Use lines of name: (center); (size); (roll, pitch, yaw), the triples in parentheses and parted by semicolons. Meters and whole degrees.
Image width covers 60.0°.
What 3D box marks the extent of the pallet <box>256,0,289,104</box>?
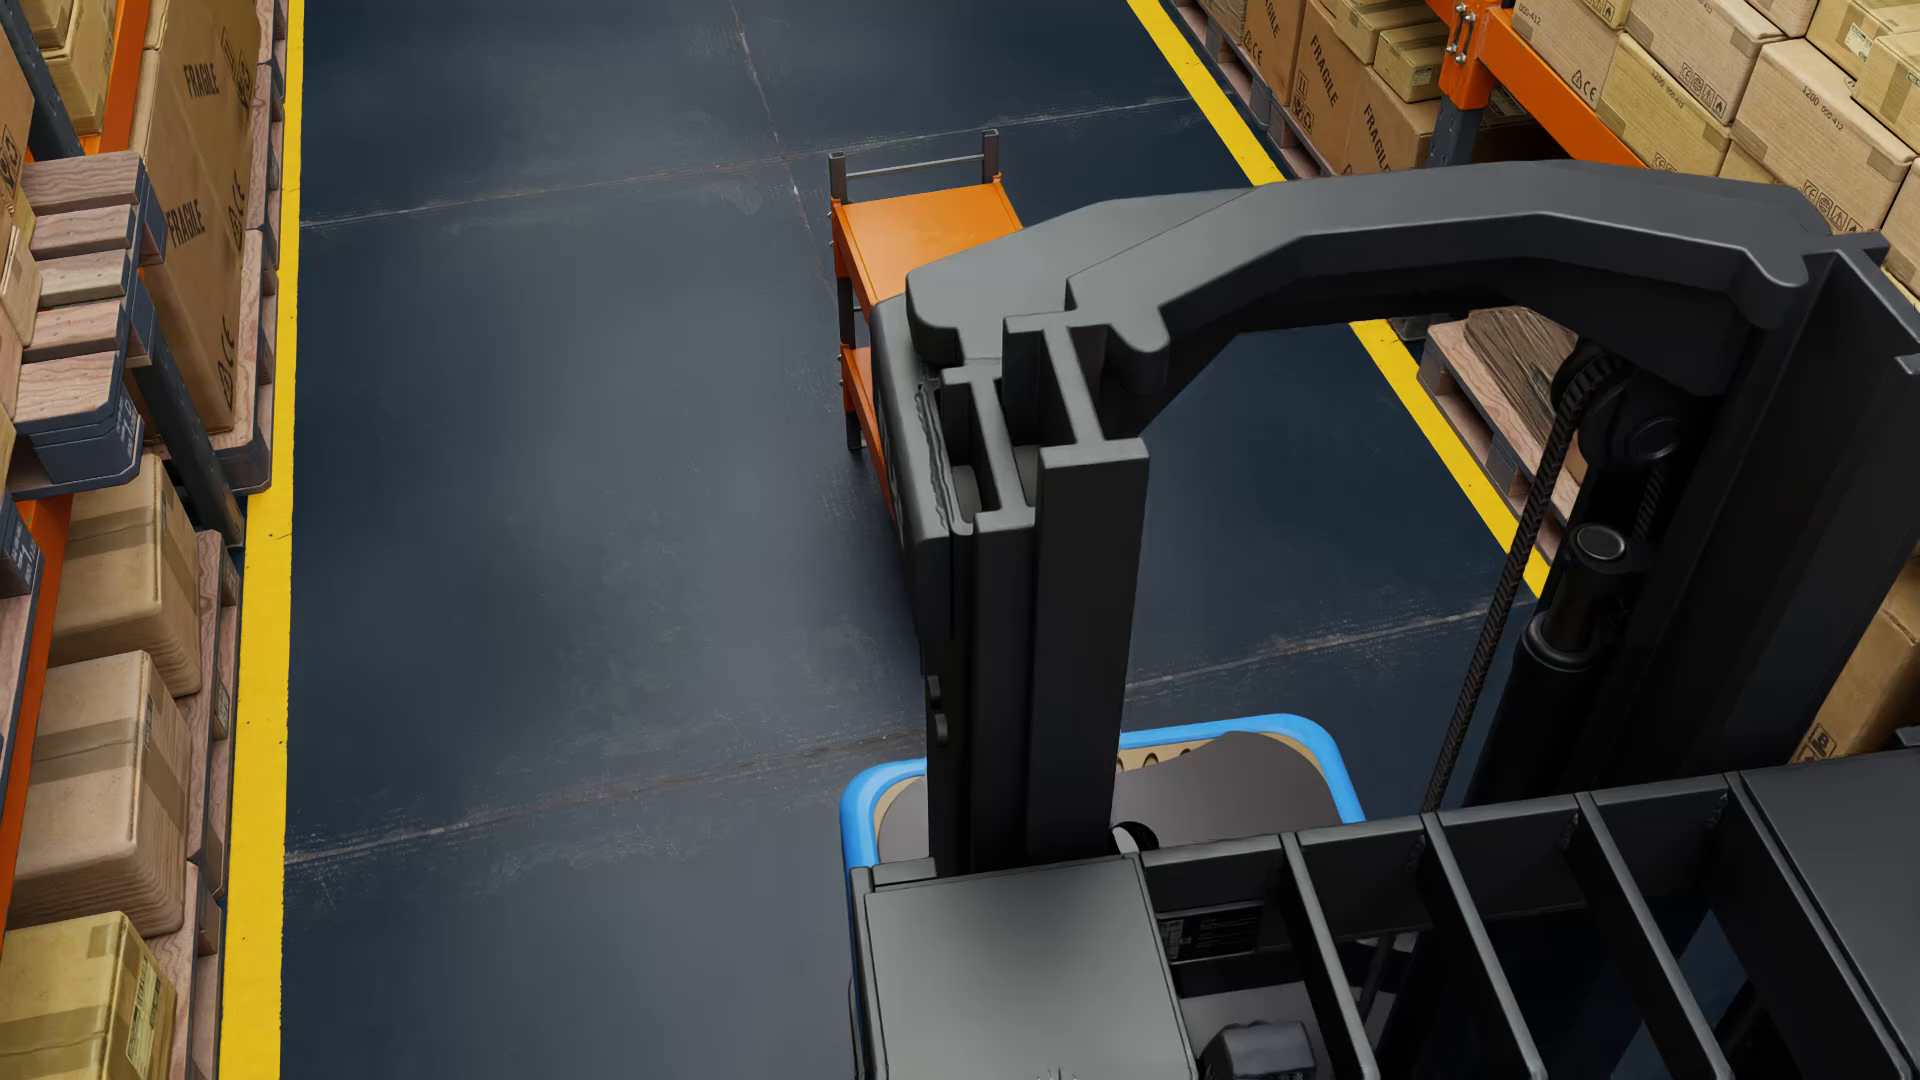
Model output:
pallet: (-3.502, -2.240, 7.298); (1.003, 0.211, 1.213); (-11, 47, -10)

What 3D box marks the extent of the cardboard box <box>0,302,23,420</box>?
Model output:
cardboard box: (-2.133, -0.336, 3.361); (0.380, 0.149, 0.250); (-13, 47, -12)

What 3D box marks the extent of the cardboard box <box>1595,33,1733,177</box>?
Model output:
cardboard box: (2.051, -1.132, 4.364); (0.500, 0.250, 0.500); (-12, 47, -11)

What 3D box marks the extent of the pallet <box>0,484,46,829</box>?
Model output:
pallet: (-2.202, 0.453, 2.840); (1.003, 0.211, 1.213); (-11, 47, -10)

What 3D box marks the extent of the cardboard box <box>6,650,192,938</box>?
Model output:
cardboard box: (-2.416, 0.699, 4.010); (0.950, 0.372, 0.625); (-12, 47, -11)

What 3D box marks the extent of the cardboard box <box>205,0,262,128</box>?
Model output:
cardboard box: (-3.297, -2.103, 6.404); (0.875, 0.875, 0.875); (-9, 46, -9)

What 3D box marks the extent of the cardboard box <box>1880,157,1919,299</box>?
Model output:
cardboard box: (2.326, -0.596, 3.489); (0.500, 0.250, 0.500); (-10, 46, -10)

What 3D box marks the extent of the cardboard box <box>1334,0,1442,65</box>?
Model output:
cardboard box: (1.578, -1.860, 5.975); (0.380, 0.149, 0.250); (-13, 47, -12)

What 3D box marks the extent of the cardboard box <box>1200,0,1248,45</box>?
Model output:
cardboard box: (1.328, -2.472, 7.028); (0.500, 0.500, 0.500); (-12, 47, -12)

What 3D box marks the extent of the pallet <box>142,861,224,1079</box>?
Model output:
pallet: (-2.240, 1.383, 3.747); (1.003, 0.211, 1.213); (-11, 47, -10)

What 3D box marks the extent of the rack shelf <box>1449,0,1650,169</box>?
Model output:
rack shelf: (2.561, -0.251, 3.899); (1.077, 0.370, 4.000); (-11, 47, -10)

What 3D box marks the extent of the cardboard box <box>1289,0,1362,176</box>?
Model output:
cardboard box: (1.615, -1.756, 6.327); (0.500, 0.500, 0.500); (-11, 47, -11)

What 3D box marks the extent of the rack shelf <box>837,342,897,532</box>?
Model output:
rack shelf: (-0.002, -0.227, 5.027); (0.538, 0.278, 1.000); (-11, 47, -10)

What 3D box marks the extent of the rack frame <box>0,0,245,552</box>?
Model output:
rack frame: (-2.748, -0.974, 4.104); (1.000, 3.000, 0.127); (-11, 47, -10)

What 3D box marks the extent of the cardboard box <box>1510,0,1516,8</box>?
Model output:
cardboard box: (2.175, -1.988, 6.100); (0.380, 0.149, 0.250); (-9, 46, -9)

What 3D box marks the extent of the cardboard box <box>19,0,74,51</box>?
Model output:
cardboard box: (-2.639, -1.491, 4.366); (0.500, 0.250, 0.500); (-11, 47, -11)

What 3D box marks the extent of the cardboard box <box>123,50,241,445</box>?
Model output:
cardboard box: (-2.844, -0.869, 5.195); (0.875, 0.875, 0.875); (-11, 47, -11)

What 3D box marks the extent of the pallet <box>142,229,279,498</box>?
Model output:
pallet: (-2.877, -0.556, 5.647); (1.003, 0.211, 1.213); (-11, 47, -10)

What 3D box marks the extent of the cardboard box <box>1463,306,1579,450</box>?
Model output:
cardboard box: (2.196, -0.766, 5.269); (0.875, 0.625, 0.625); (-9, 46, -9)

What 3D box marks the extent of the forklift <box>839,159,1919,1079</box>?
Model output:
forklift: (0.483, 1.166, 2.055); (1.130, 2.935, 3.031); (-6, 46, -6)

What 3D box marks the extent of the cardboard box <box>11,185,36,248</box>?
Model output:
cardboard box: (-2.298, -0.677, 3.695); (0.380, 0.149, 0.250); (-10, 46, -10)

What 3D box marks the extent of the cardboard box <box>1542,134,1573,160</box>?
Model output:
cardboard box: (2.212, -1.498, 6.074); (0.500, 0.500, 0.500); (-9, 46, -9)

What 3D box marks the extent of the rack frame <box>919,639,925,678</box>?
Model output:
rack frame: (0.128, -0.047, 4.509); (0.500, 1.125, 0.032); (-11, 47, -10)

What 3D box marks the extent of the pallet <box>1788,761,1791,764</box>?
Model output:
pallet: (2.531, 0.509, 4.604); (1.003, 0.211, 1.213); (-11, 47, -10)

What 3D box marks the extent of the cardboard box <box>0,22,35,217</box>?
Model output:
cardboard box: (-2.363, -0.997, 3.554); (0.500, 0.500, 0.500); (-12, 47, -11)

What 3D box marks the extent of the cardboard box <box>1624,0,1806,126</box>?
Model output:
cardboard box: (2.054, -1.309, 4.188); (0.500, 0.250, 0.500); (-9, 46, -9)

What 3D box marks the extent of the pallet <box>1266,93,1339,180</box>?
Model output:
pallet: (1.895, -1.430, 6.504); (1.003, 0.211, 1.213); (-11, 47, -10)

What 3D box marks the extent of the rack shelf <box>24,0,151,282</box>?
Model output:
rack shelf: (-3.260, -2.103, 5.714); (1.077, 0.370, 4.000); (-11, 47, -10)

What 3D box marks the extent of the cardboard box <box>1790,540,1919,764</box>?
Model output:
cardboard box: (2.543, 0.148, 4.373); (0.875, 0.625, 0.625); (-12, 47, -12)

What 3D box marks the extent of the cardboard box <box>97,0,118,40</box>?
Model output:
cardboard box: (-2.778, -1.656, 4.878); (0.500, 0.250, 0.500); (-12, 47, -11)

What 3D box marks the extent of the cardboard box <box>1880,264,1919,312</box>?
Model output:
cardboard box: (2.320, -0.419, 3.666); (0.500, 0.250, 0.500); (-9, 46, -9)

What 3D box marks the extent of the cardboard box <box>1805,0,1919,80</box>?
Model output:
cardboard box: (2.179, -1.169, 3.771); (0.380, 0.149, 0.250); (-10, 46, -10)

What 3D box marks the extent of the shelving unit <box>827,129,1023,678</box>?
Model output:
shelving unit: (-0.002, -0.398, 4.853); (0.538, 1.125, 1.048); (-11, 47, -10)
